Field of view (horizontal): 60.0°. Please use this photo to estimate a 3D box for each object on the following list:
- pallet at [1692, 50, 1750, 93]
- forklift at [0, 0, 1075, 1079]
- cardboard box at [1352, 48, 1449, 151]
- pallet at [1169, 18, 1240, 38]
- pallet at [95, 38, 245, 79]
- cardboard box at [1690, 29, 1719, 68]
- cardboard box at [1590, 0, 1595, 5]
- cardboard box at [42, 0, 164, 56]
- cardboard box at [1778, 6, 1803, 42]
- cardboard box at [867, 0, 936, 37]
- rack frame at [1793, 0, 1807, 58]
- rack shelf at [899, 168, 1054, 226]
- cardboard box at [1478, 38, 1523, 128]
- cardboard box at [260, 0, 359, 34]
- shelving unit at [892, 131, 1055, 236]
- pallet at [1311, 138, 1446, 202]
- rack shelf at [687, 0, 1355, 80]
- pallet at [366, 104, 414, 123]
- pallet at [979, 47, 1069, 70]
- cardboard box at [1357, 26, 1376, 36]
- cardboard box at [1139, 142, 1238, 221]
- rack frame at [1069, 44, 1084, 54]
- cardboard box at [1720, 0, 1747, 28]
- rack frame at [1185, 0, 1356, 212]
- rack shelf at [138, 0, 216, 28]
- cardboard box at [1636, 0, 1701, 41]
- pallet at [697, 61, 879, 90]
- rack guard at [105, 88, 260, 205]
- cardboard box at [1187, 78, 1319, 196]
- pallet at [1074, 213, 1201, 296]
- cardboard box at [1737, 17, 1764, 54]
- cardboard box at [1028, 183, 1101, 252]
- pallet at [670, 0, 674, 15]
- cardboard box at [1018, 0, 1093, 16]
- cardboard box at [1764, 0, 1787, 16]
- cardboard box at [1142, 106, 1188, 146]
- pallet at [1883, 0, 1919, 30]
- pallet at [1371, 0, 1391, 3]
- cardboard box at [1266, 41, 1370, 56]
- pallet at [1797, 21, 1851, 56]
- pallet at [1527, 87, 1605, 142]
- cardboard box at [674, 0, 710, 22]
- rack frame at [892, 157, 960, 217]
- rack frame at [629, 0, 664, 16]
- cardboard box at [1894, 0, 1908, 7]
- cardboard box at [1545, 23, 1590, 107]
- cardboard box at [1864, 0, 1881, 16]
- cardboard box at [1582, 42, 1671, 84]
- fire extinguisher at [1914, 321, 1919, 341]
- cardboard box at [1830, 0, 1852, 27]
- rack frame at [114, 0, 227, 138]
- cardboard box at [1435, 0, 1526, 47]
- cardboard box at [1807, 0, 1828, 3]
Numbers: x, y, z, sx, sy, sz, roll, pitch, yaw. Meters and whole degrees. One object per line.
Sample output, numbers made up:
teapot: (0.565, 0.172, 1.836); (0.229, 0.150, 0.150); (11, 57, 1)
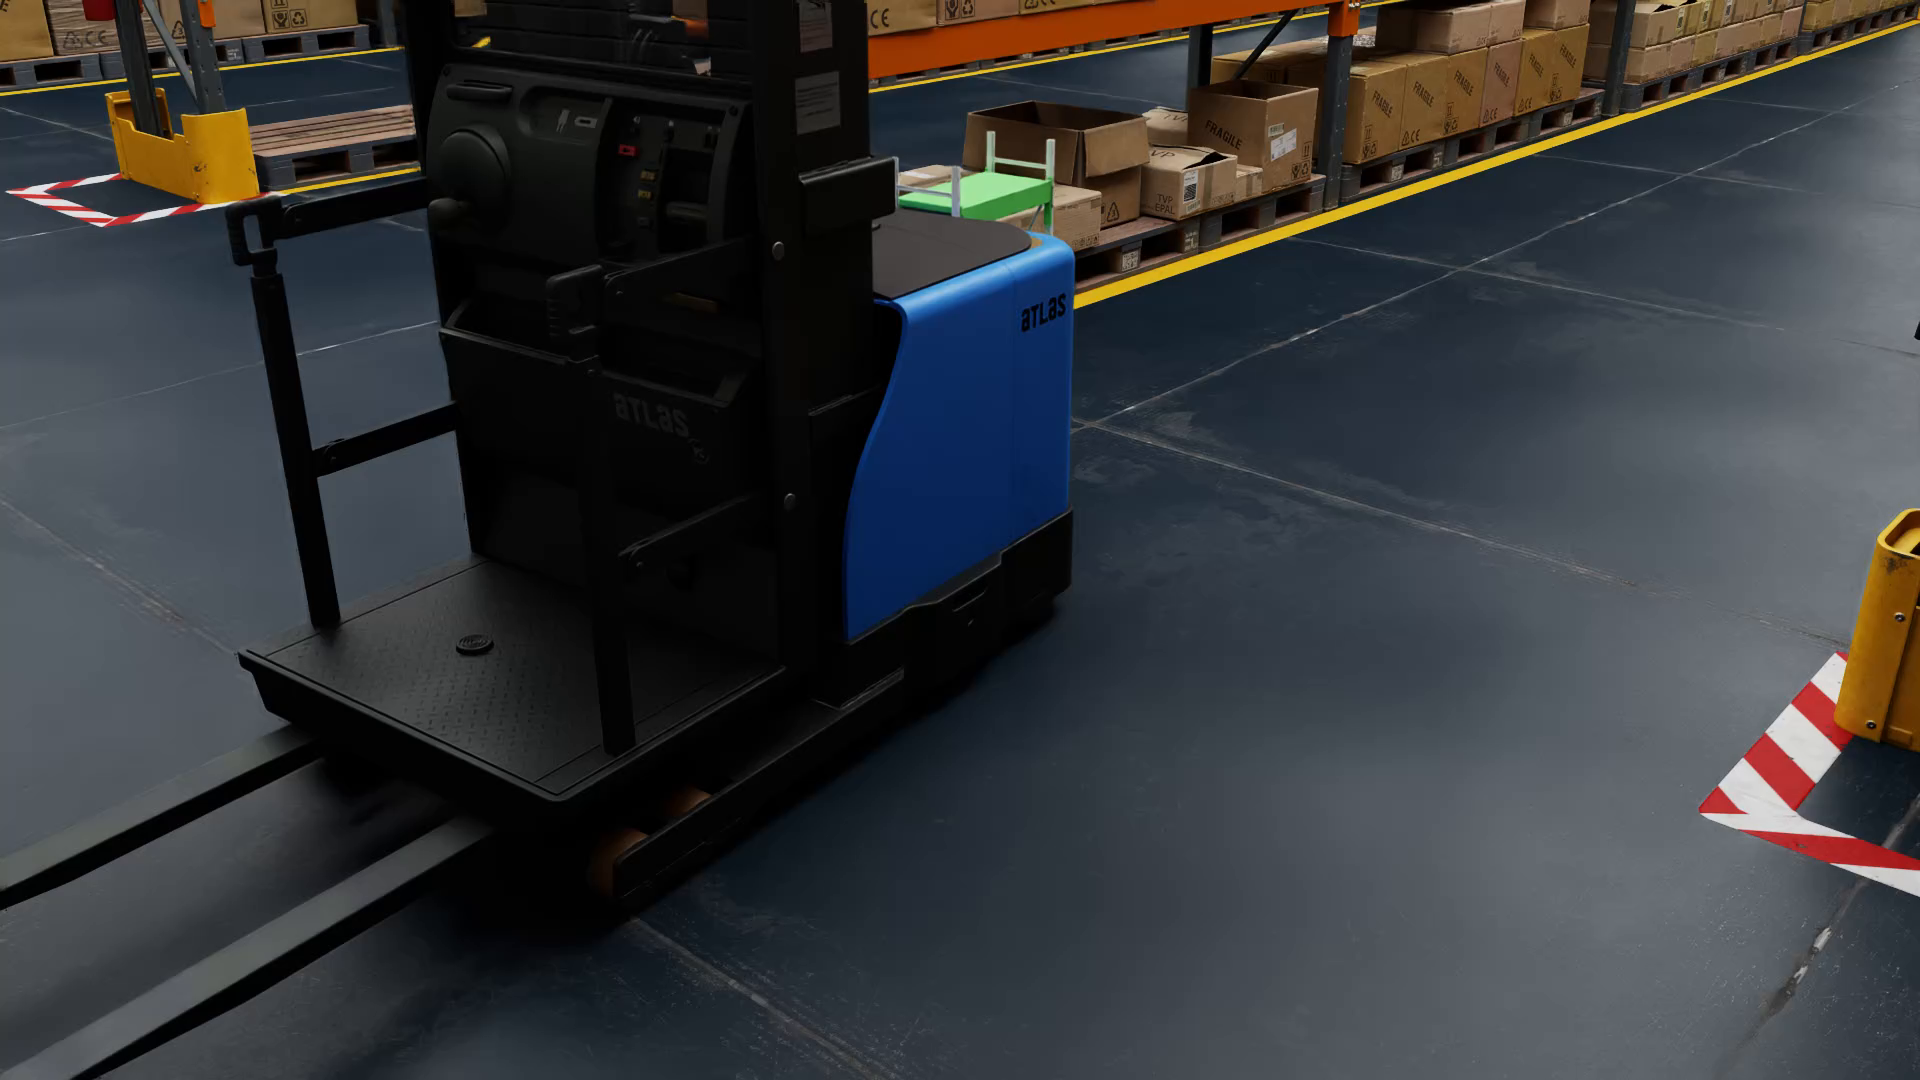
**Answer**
pallet: (5.797, -3.926, 13.748); (1.003, 0.211, 1.213); (20, 31, 38)
forklift: (-0.945, -0.786, 3.419); (1.130, 2.935, 3.031); (16, 29, 32)
cardboard box: (2.586, -2.676, 10.070); (0.500, 0.500, 0.500); (21, 31, 38)
pallet: (2.078, -5.265, 16.734); (1.003, 0.211, 1.213); (20, 31, 38)
pallet: (-7.020, -4.219, 14.403); (1.003, 0.211, 1.213); (20, 31, 38)
cardboard box: (5.649, -3.918, 13.169); (0.500, 0.250, 0.500); (19, 30, 36)
cardboard box: (4.570, -4.008, 12.685); (0.500, 0.311, 0.500); (21, 32, 39)
cardboard box: (-7.335, -4.573, 13.867); (0.875, 0.875, 0.875); (20, 31, 38)
cardboard box: (7.013, -4.538, 14.553); (0.500, 0.250, 0.500); (20, 31, 37)
cardboard box: (-0.443, -2.260, 6.501); (0.500, 0.500, 0.500); (21, 32, 39)
rack frame: (7.073, -5.807, 14.535); (1.000, 3.000, 0.127); (20, 31, 38)
rack shelf: (0.042, -0.982, 4.956); (0.258, 0.148, 0.480); (16, 29, 32)
cardboard box: (3.263, -2.980, 10.748); (0.500, 0.500, 0.500); (19, 30, 36)
cardboard box: (-6.140, -5.118, 15.083); (0.875, 0.875, 0.875); (20, 31, 38)
shelving unit: (0.042, -0.602, 5.126); (0.258, 1.200, 0.503); (16, 29, 32)
pallet: (2.249, -2.355, 10.245); (1.003, 0.211, 1.213); (20, 31, 38)
rack shelf: (0.399, -2.432, 7.887); (1.077, 0.370, 4.000); (20, 31, 38)
pallet: (-3.228, -2.843, 11.332); (1.003, 0.211, 1.213); (20, 31, 38)
pallet: (0.222, -4.418, 14.845); (1.003, 0.211, 1.213); (20, 31, 38)
cardboard box: (2.859, -3.115, 11.048); (0.500, 0.500, 0.500); (19, 30, 36)
cardboard box: (1.065, -1.864, 8.489); (0.500, 0.311, 0.500); (20, 31, 38)
rack frame: (0.718, -5.942, 14.836); (1.000, 3.000, 0.127); (20, 31, 38)
cardboard box: (6.001, -4.334, 13.413); (0.500, 0.311, 0.500); (20, 31, 37)
rack frame: (1.734, -3.370, 9.099); (1.000, 3.000, 0.127); (20, 31, 38)
rack shelf: (-3.287, -3.786, 10.906); (1.077, 0.370, 4.000); (20, 31, 38)
cardboard box: (5.316, -4.023, 12.718); (0.500, 0.311, 0.500); (19, 31, 36)
pallet: (-1.406, -3.674, 13.187); (1.003, 0.211, 1.213); (20, 31, 38)
rack guard: (-4.628, -2.353, 9.887); (1.175, 0.500, 0.348); (20, 31, 38)
cardboard box: (1.565, -2.179, 8.960); (0.500, 0.500, 0.500); (20, 31, 38)
pallet: (0.461, -1.515, 8.370); (1.003, 0.211, 1.213); (20, 31, 38)
cardboard box: (6.333, -4.229, 13.863); (0.500, 0.250, 0.500); (21, 32, 39)
cardboard box: (0.306, -1.490, 7.729); (0.500, 0.250, 0.500); (20, 31, 38)
pallet: (-3.553, -5.802, 17.933); (1.003, 0.211, 1.213); (20, 31, 38)
cardboard box: (0.235, -2.570, 7.194); (0.500, 0.500, 0.500); (20, 31, 37)
cardboard box: (6.674, -4.638, 14.090); (0.500, 0.311, 0.500); (21, 32, 39)
cardboard box: (1.293, -2.275, 9.405); (0.500, 0.311, 0.500); (20, 31, 38)
pallet: (9.264, -5.509, 17.278); (1.003, 0.211, 1.213); (20, 31, 38)
pallet: (4.681, -6.455, 19.388); (1.003, 0.211, 1.213); (20, 31, 38)
cardboard box: (2.186, -2.807, 10.361); (0.500, 0.500, 0.500); (20, 31, 38)
pallet: (7.635, -4.765, 15.620); (1.003, 0.211, 1.213); (20, 31, 38)
pallet: (3.877, -3.099, 11.903); (1.003, 0.211, 1.213); (20, 31, 38)
cardboard box: (-0.839, -2.407, 6.830); (0.500, 0.500, 0.500); (21, 32, 39)
rack frame: (-0.100, -0.521, 4.945); (0.240, 1.200, 0.015); (16, 29, 32)
rack frame: (-0.935, -2.151, 6.381); (1.000, 3.000, 0.127); (20, 31, 38)
cardboard box: (9.280, -5.563, 16.838); (0.500, 0.250, 0.500); (20, 31, 38)
cardboard box: (3.954, -3.299, 11.460); (0.500, 0.500, 0.500); (22, 32, 39)
cardboard box: (8.613, -5.258, 16.159); (0.500, 0.250, 0.500); (20, 31, 38)
cardboard box: (4.972, -3.605, 12.470); (0.500, 0.250, 0.500); (20, 31, 37)
fire extinguisher: (2.312, -0.674, 3.637); (0.296, 0.674, 0.183); (20, 31, 38)
cardboard box: (7.946, -4.953, 15.479); (0.500, 0.250, 0.500); (20, 31, 38)
rack frame: (-4.622, -3.504, 9.400); (1.000, 3.000, 0.127); (20, 31, 38)
cardboard box: (3.240, -3.310, 10.568); (0.500, 0.250, 0.500); (19, 31, 37)
cardboard box: (7.616, -5.142, 14.982); (0.500, 0.500, 0.500); (20, 31, 38)
